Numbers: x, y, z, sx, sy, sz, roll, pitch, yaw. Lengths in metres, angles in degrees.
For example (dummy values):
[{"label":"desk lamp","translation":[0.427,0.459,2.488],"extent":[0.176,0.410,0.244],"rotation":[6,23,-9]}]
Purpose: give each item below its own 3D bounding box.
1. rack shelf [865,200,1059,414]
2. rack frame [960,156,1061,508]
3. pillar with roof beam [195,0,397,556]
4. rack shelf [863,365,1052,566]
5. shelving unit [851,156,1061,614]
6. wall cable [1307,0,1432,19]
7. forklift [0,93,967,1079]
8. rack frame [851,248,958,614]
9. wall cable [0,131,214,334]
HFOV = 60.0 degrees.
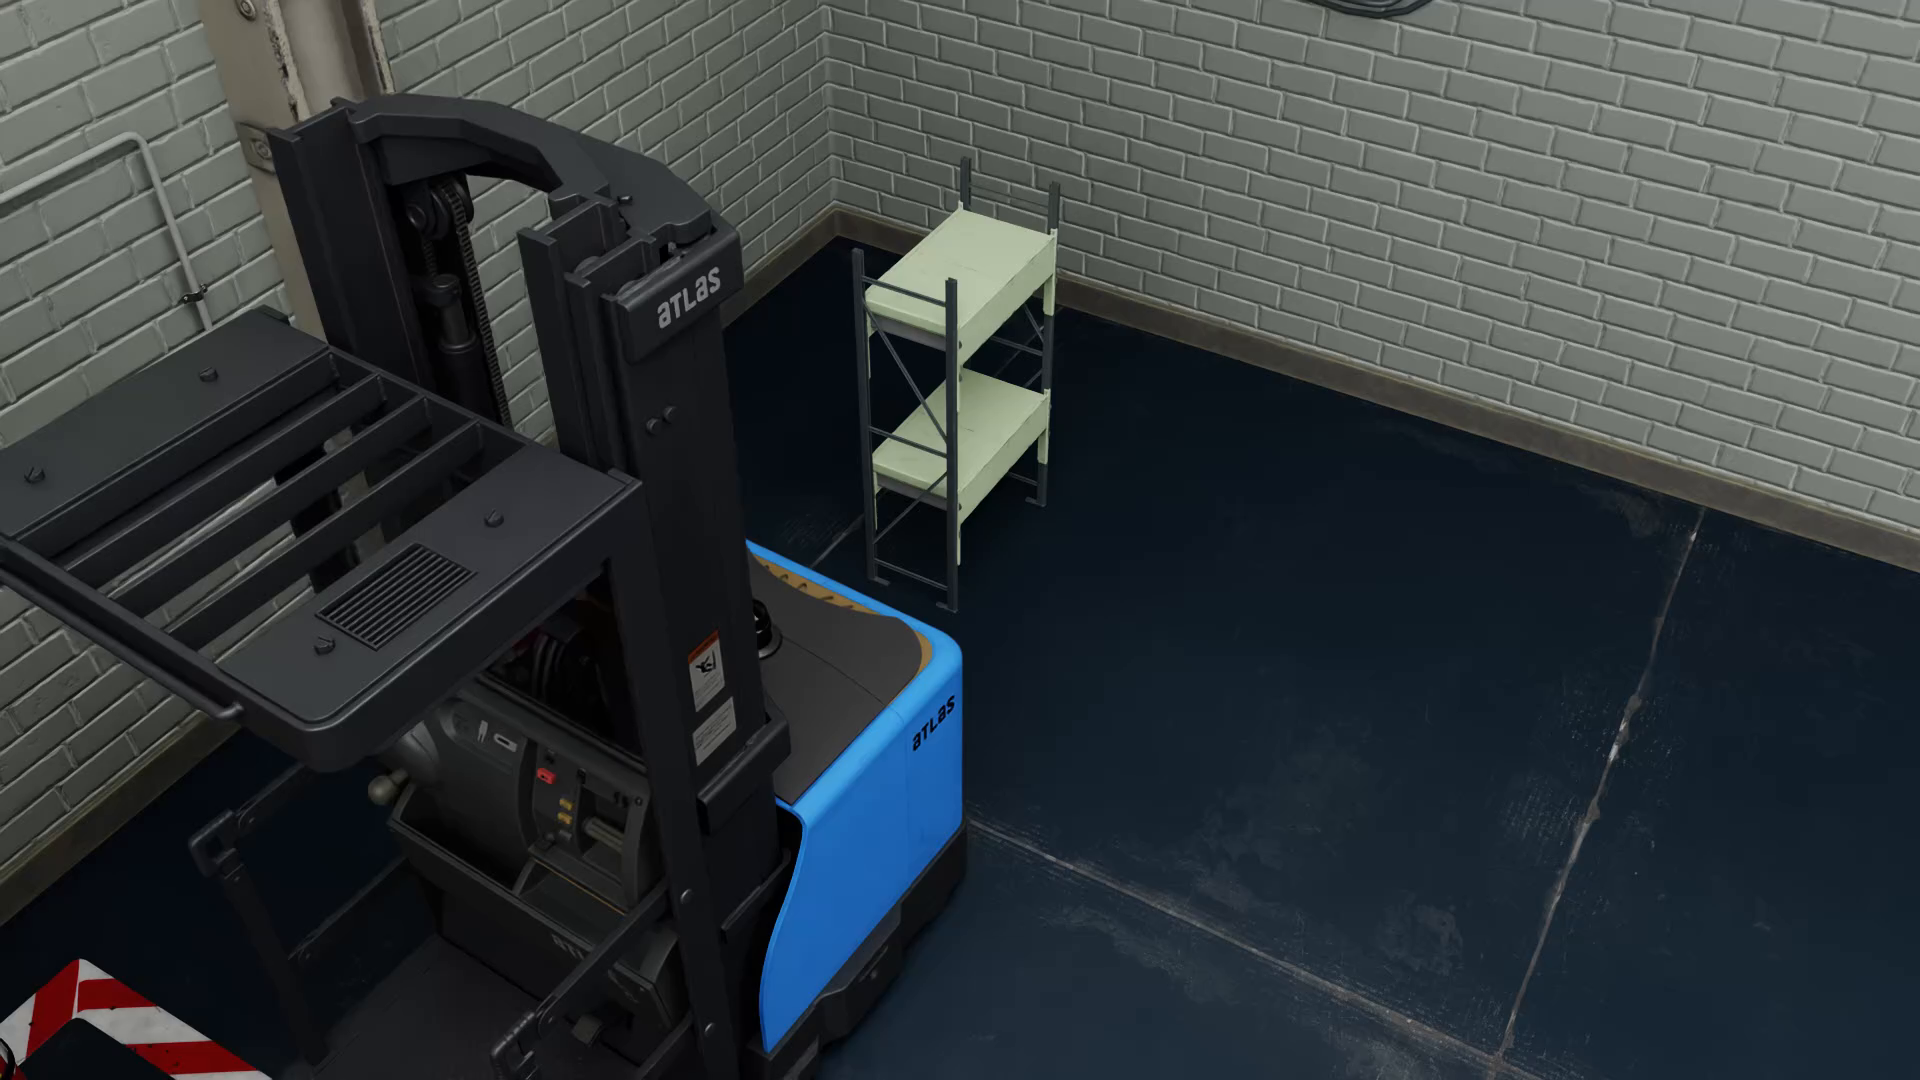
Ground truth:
[{"label":"rack shelf","translation":[-0.003,-0.852,5.992],"extent":[0.431,0.370,0.720],"rotation":[21,45,22]},{"label":"rack frame","translation":[0.180,-0.768,6.488],"extent":[0.400,1.500,0.023],"rotation":[21,45,22]},{"label":"pillar with roof beam","translation":[1.713,-1.778,1.960],"extent":[9.100,9.000,0.400],"rotation":[21,45,22]},{"label":"rack shelf","translation":[-0.003,-0.314,6.465],"extent":[0.431,0.370,0.720],"rotation":[21,45,22]},{"label":"shelving unit","translation":[-0.003,-0.559,6.250],"extent":[0.431,1.500,0.755],"rotation":[21,45,22]},{"label":"wall cable","translation":[0.523,-3.324,6.065],"extent":[3.097,2.526,0.112],"rotation":[21,45,22]},{"label":"forklift","translation":[-1.212,0.631,3.816],"extent":[1.130,2.935,3.031],"rotation":[24,47,25]},{"label":"rack frame","translation":[-0.186,-0.350,6.012],"extent":[0.400,1.500,0.023],"rotation":[21,45,22]},{"label":"wall cable","translation":[-2.795,-0.546,4.332],"extent":[0.084,1.984,1.851],"rotation":[21,45,22]}]
